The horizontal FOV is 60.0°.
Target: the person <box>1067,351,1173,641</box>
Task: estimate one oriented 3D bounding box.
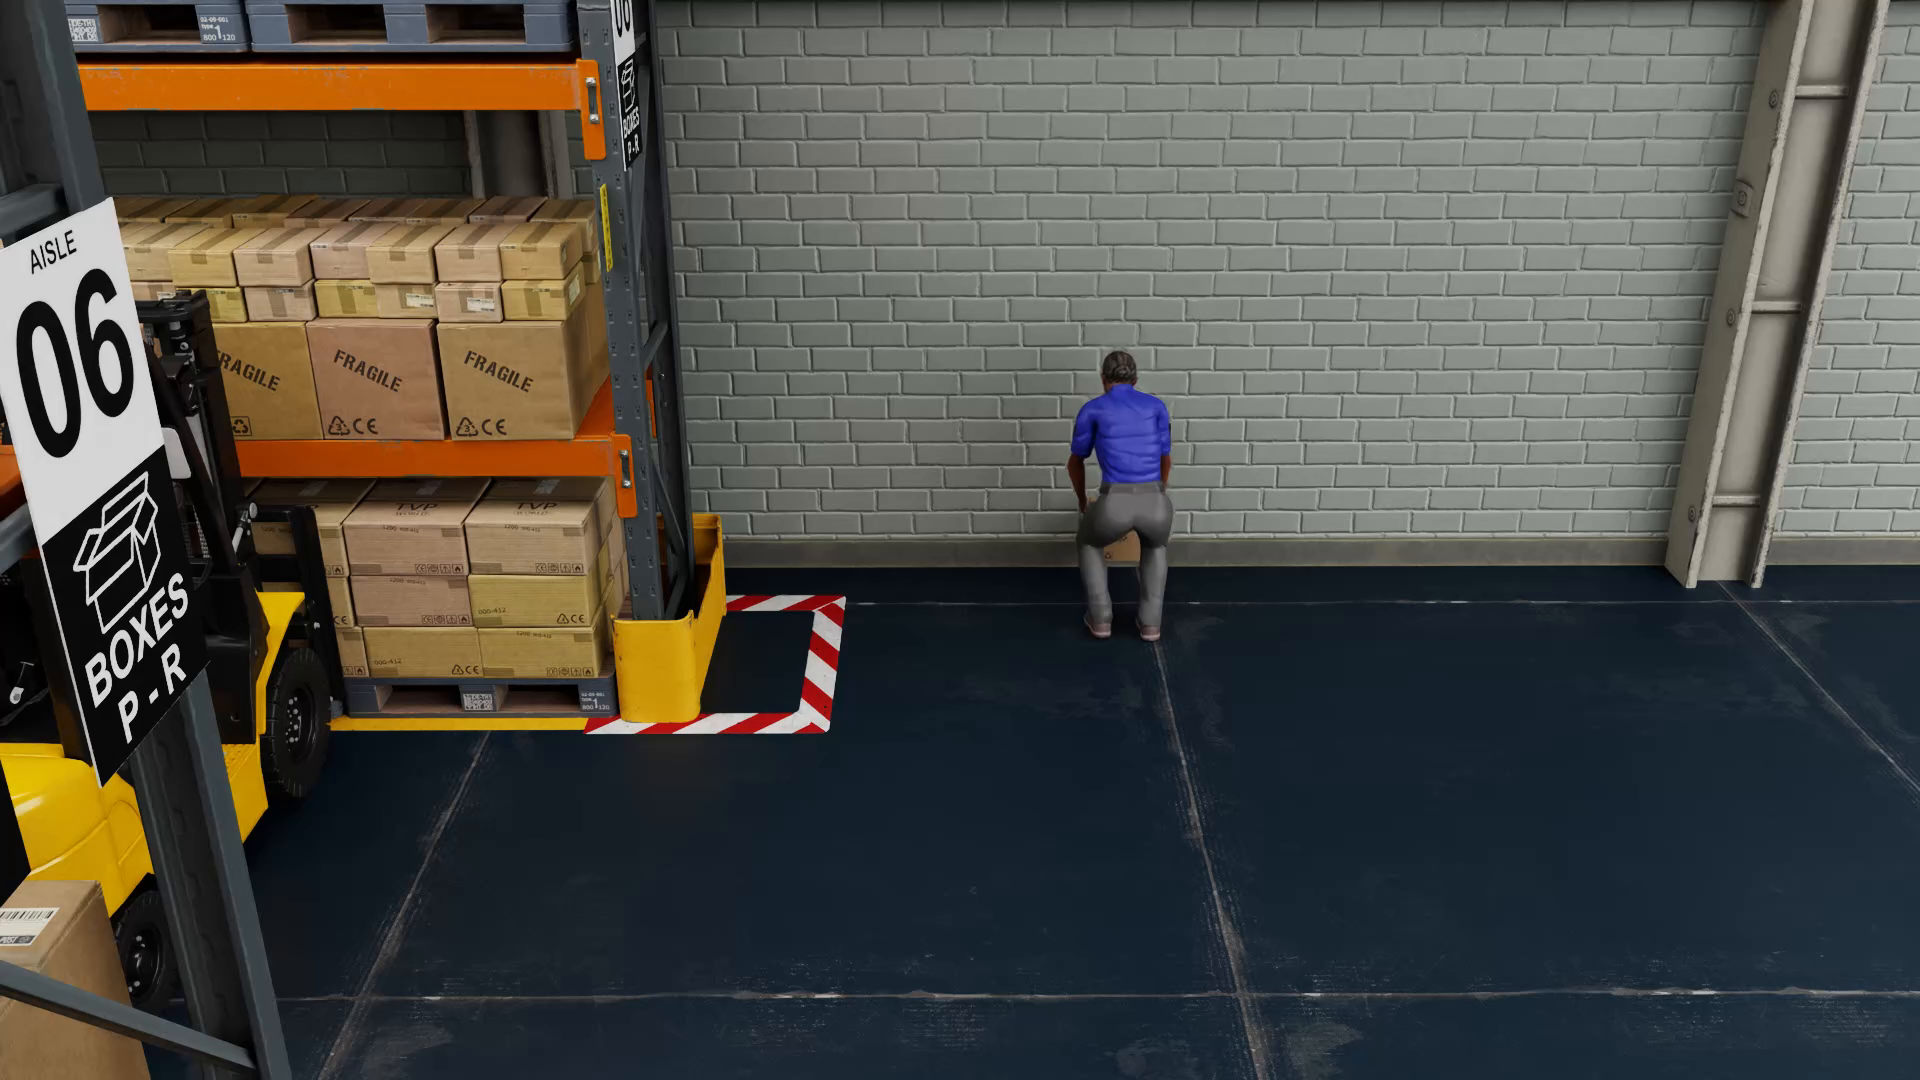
[{"bbox_3d":[0.762,-0.182,7.917,0.496,1.336,0.652,0,24,0],"label":"person"}]
